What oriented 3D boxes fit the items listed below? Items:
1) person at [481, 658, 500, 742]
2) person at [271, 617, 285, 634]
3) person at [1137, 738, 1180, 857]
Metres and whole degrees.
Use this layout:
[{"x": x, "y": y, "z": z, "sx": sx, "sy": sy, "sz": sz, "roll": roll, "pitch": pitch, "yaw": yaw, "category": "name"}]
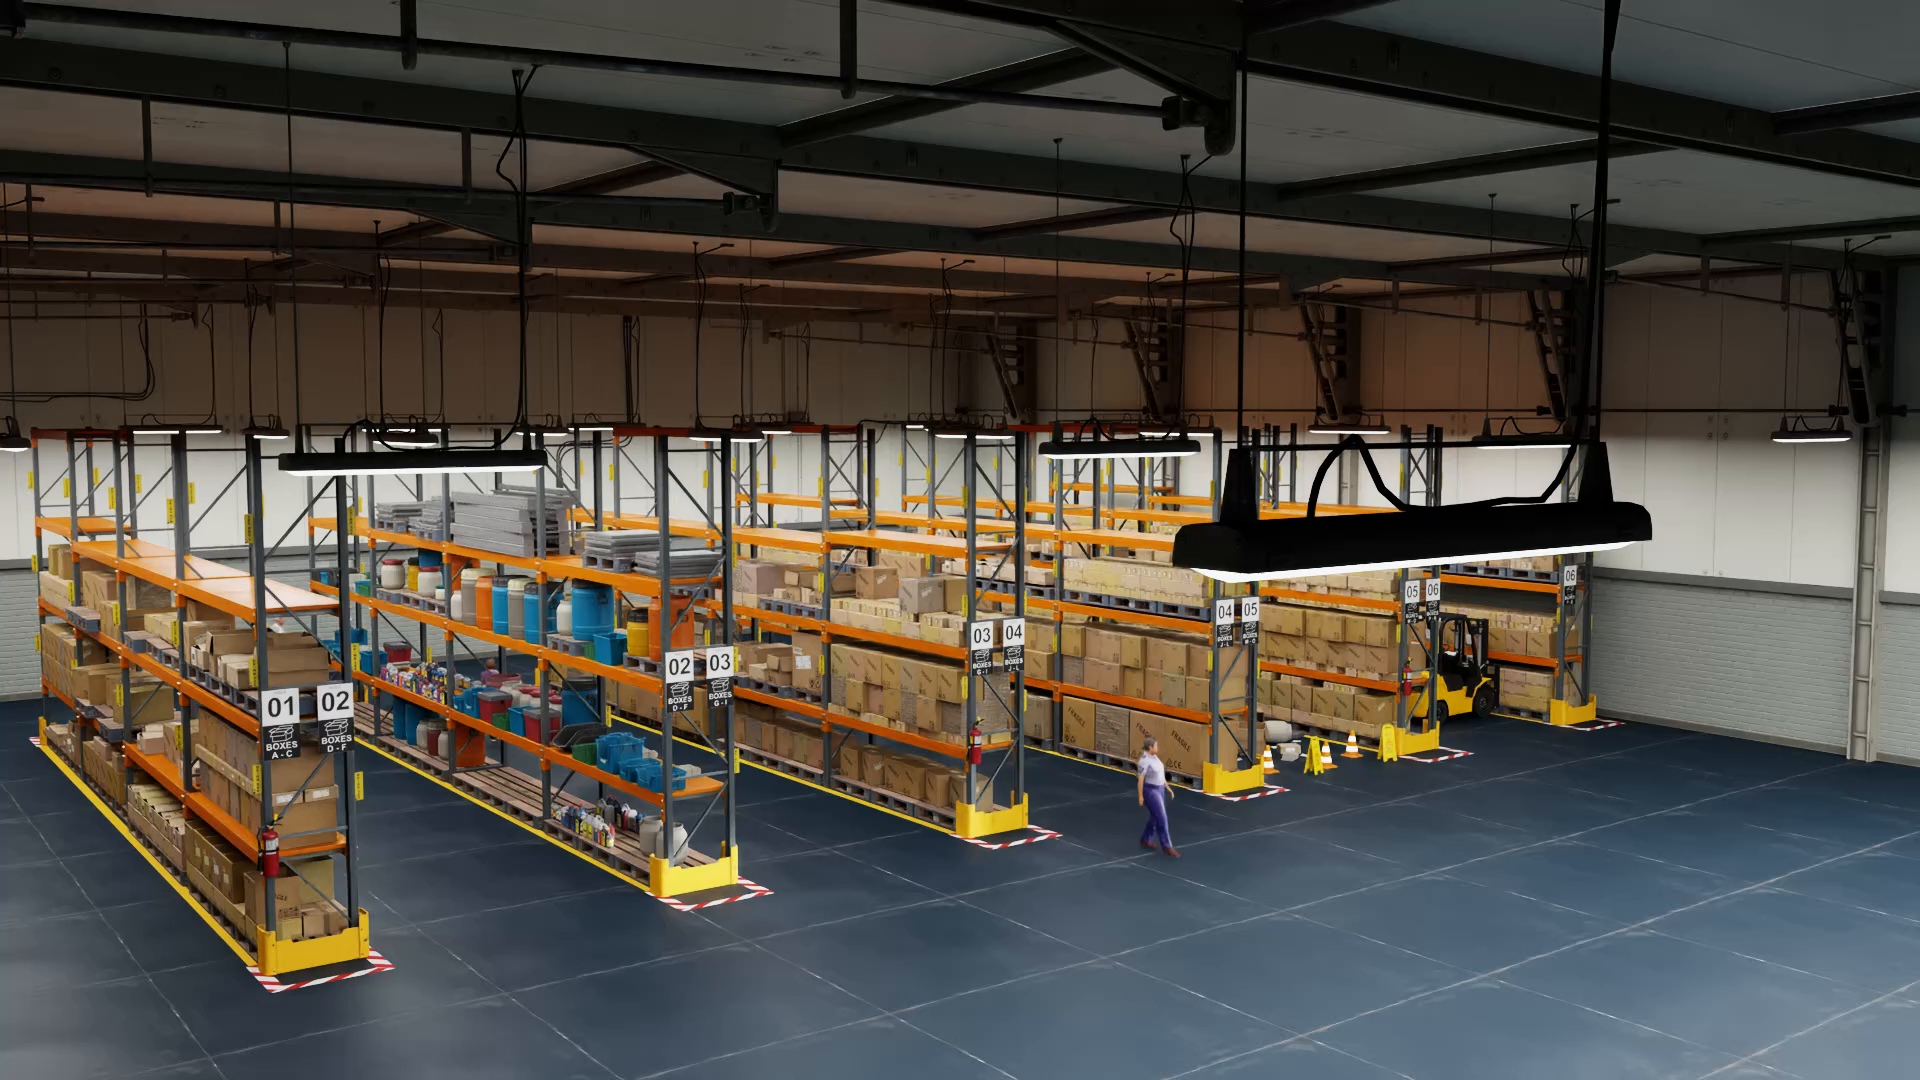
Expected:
[{"x": -8.904, "y": 3.060, "z": 31.657, "sx": 0.409, "sy": 1.610, "sz": 0.514, "roll": -1, "pitch": 5, "yaw": -14, "category": "person"}, {"x": -15.571, "y": 2.504, "z": 37.865, "sx": 1.147, "sy": 1.729, "sz": 0.548, "roll": -1, "pitch": 5, "yaw": -17, "category": "person"}, {"x": 2.878, "y": 3.666, "z": 23.843, "sx": 0.746, "sy": 1.640, "sz": 0.509, "roll": 2, "pitch": 5, "yaw": 29, "category": "person"}]
